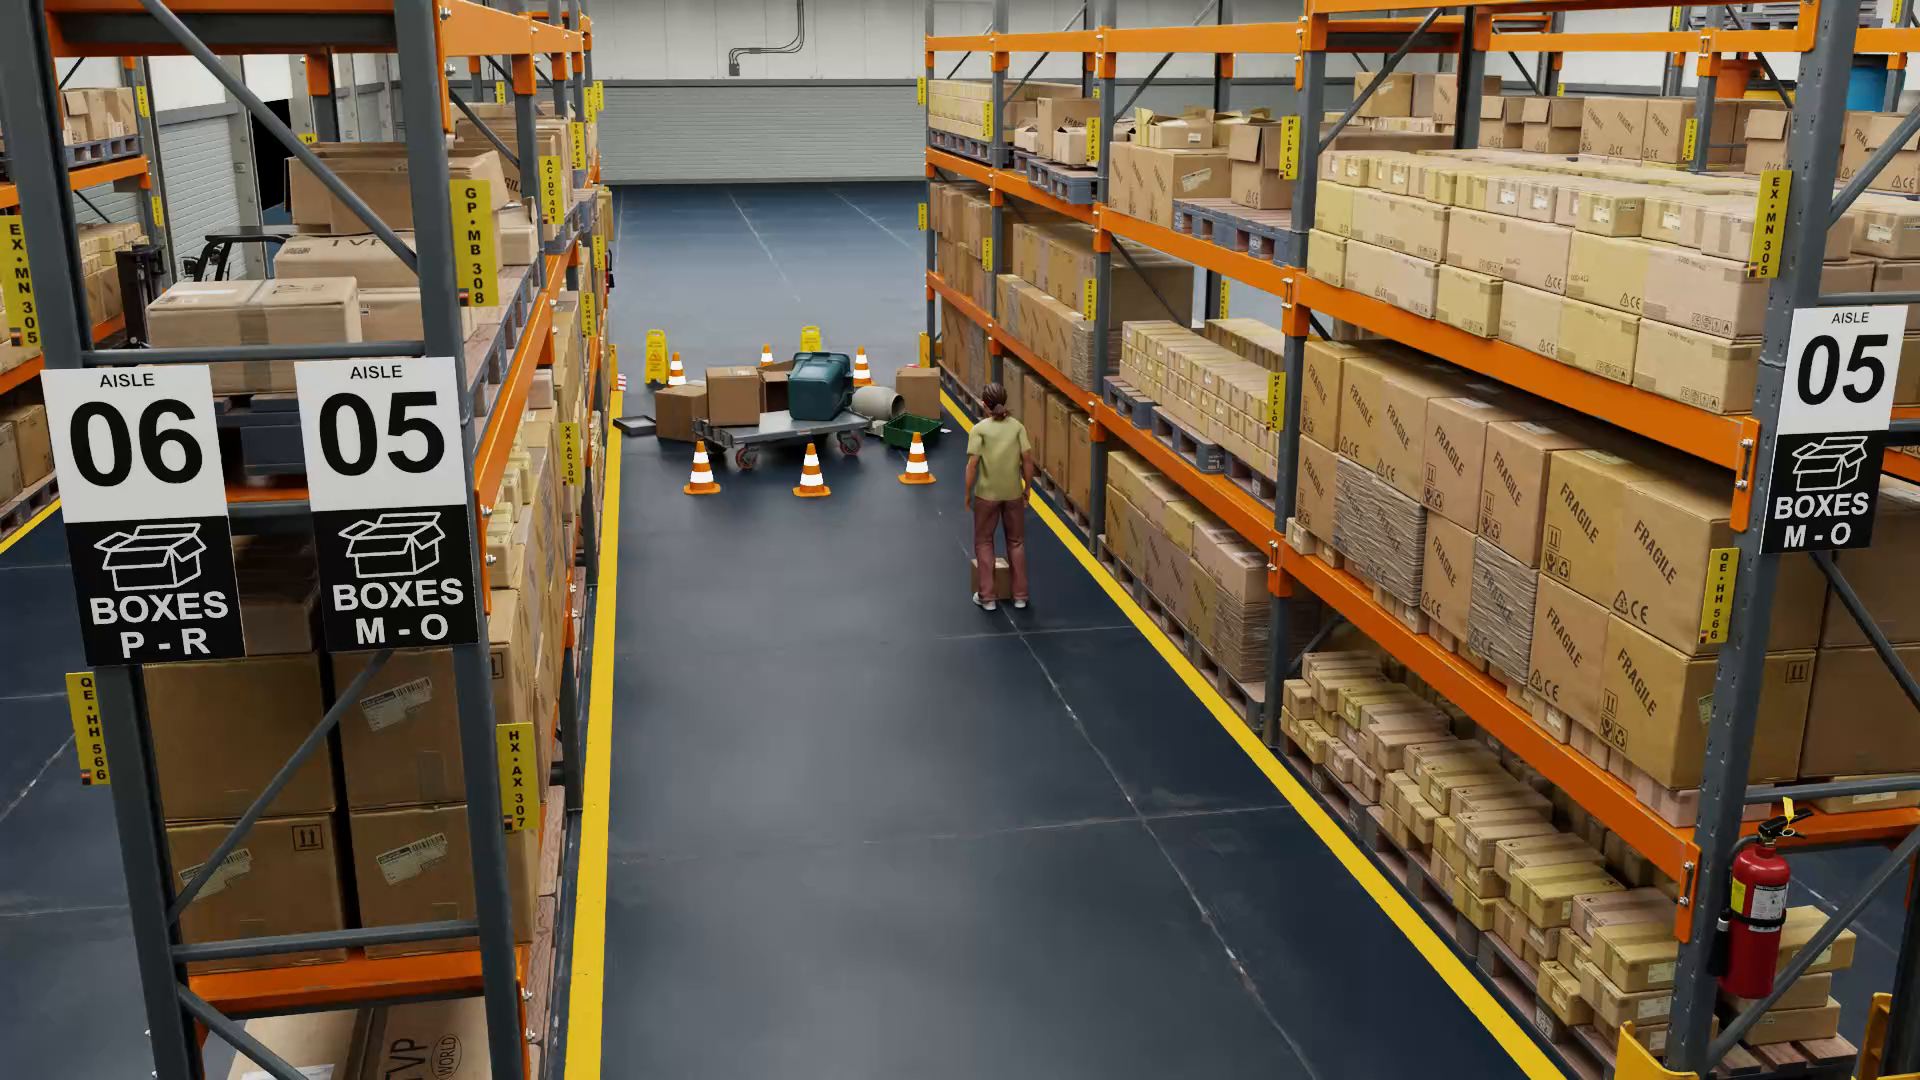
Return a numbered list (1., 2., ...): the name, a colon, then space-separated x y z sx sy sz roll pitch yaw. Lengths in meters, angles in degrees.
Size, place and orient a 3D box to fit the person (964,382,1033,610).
1. person: 0.279 -0.318 12.118 0.520 1.673 0.355 -4 17 -13
